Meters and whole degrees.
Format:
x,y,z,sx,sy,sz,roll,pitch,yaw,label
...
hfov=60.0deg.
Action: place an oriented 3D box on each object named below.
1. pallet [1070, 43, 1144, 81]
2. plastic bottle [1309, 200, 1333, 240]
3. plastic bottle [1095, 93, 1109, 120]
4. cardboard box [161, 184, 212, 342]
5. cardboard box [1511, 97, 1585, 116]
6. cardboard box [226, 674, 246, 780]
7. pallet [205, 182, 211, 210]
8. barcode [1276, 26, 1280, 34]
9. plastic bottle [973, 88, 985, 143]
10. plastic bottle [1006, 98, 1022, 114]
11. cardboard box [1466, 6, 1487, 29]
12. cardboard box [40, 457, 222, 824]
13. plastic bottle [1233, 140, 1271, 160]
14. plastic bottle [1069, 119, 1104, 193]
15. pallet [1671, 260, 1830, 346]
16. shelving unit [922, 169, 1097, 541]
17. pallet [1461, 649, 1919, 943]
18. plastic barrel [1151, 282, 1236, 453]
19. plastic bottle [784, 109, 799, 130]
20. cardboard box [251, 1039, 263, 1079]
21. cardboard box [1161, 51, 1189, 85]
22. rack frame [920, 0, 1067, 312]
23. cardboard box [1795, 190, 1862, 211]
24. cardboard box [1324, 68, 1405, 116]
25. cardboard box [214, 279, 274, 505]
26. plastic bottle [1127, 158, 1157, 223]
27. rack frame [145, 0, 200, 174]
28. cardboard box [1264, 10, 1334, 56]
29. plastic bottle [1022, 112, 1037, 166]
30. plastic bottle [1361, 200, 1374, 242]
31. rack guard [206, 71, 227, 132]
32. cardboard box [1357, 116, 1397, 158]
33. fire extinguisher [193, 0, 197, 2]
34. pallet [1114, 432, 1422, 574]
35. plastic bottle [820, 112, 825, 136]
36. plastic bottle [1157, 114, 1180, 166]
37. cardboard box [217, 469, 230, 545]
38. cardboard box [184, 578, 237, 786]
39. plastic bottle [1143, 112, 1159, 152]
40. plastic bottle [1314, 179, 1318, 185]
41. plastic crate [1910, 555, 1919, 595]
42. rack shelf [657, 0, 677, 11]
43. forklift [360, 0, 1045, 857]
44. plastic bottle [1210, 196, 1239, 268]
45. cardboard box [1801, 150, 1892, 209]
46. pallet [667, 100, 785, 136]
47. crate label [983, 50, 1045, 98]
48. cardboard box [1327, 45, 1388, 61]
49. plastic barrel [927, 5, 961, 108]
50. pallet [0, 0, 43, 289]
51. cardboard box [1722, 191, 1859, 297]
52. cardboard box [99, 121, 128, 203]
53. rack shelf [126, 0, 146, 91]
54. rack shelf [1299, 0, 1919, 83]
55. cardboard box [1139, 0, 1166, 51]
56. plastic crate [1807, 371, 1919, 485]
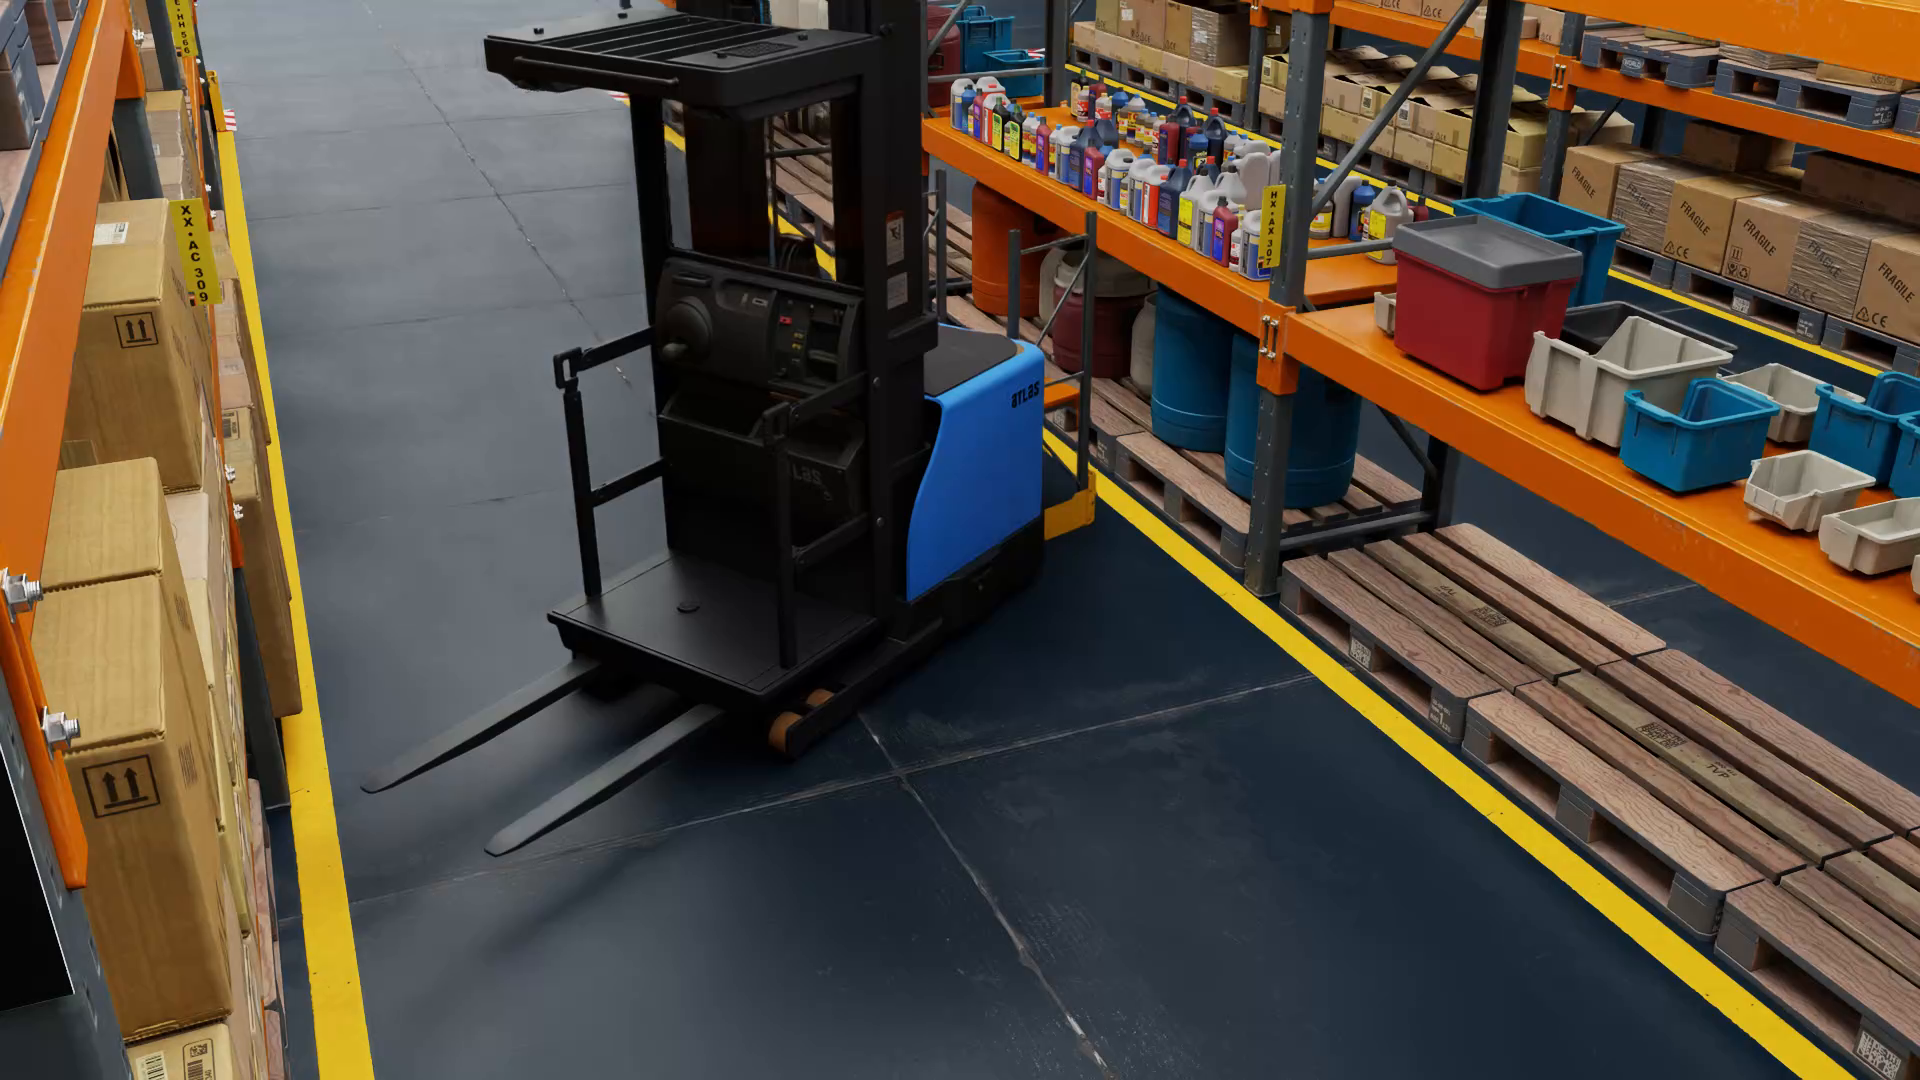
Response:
x,y,z,sx,sy,sz,roll,pitch,yaw,label
1.929,-5.338,18.443,1.003,0.211,1.213,-11,28,-21,pallet
1.649,-1.481,7.591,0.097,0.201,0.097,0,26,0,plastic bottle
0.834,-2.492,9.661,0.097,0.201,0.097,0,26,0,plastic bottle
-3.170,-1.026,6.320,0.500,0.500,0.500,-11,28,-22,cardboard box
4.575,-3.341,13.190,0.500,0.311,0.500,-11,28,-22,cardboard box
-1.803,0.453,3.689,0.380,0.149,0.250,-10,28,-20,cardboard box
-6.255,-2.590,12.813,1.003,0.211,1.213,-11,28,-21,pallet
2.874,-4.610,15.025,0.001,0.075,0.075,-11,28,-21,barcode
0.123,-2.391,9.360,0.061,0.283,0.133,-11,28,-21,plastic bottle
0.294,-2.298,9.184,0.097,0.271,0.097,0,26,0,plastic bottle
4.172,-4.056,12.924,0.380,0.149,0.250,-8,27,-17,cardboard box
-1.604,0.213,2.871,0.500,0.500,0.500,-11,28,-22,cardboard box
1.447,-1.863,8.288,0.152,0.276,0.135,-11,28,-21,plastic bottle
0.638,-1.936,8.353,0.144,0.351,0.185,-11,28,-21,plastic bottle
5.455,-1.611,10.808,1.003,0.211,1.213,-11,28,-21,pallet
0.075,-0.861,7.804,0.587,1.500,1.083,-21,33,-36,shelving unit
2.536,0.838,5.794,1.003,0.211,1.213,-11,28,-21,pallet
1.256,-0.953,8.196,0.600,0.901,0.708,-11,28,-21,plastic barrel
-1.469,-3.808,14.649,0.144,0.351,0.185,-11,28,-21,plastic bottle
-1.298,0.973,2.625,0.380,0.149,0.250,-11,28,-22,cardboard box
2.378,-4.784,16.784,0.500,0.250,0.500,-11,28,-21,cardboard box
0.164,-2.814,10.094,1.000,3.000,0.127,-11,28,-21,rack frame
5.719,-1.981,10.736,0.500,0.500,0.500,-12,28,-23,cardboard box
3.485,-3.862,14.257,0.500,0.311,0.500,-12,28,-22,cardboard box
-3.800,-0.553,7.408,1.225,0.875,0.875,-10,28,-20,cardboard box
0.886,-1.652,7.857,0.152,0.276,0.135,-11,28,-21,plastic bottle
-4.393,-1.963,8.351,1.000,3.000,0.127,-11,28,-21,rack frame
3.264,-4.809,15.982,0.500,0.500,0.500,-11,28,-21,cardboard box
0.381,-2.140,8.862,0.097,0.271,0.097,0,26,0,plastic bottle
1.866,-1.428,7.483,0.097,0.201,0.097,0,26,0,plastic bottle
-7.496,-4.038,15.452,1.175,0.500,0.348,-11,28,-21,rack guard
3.690,-3.405,13.961,0.500,0.250,0.500,-10,28,-20,cardboard box
-7.147,-5.283,15.240,0.296,0.674,0.183,-11,28,-21,fire extinguisher
1.467,-0.265,8.051,1.003,0.211,1.213,-11,28,-21,pallet
-1.163,-3.614,14.421,0.097,0.201,0.097,0,26,0,plastic bottle
1.103,-2.111,8.787,0.061,0.283,0.133,-11,28,-21,plastic bottle
-2.304,-0.064,4.749,0.380,0.149,0.250,-10,28,-20,cardboard box
-1.812,0.338,3.470,0.500,0.250,0.500,-11,28,-22,cardboard box
1.063,-2.256,9.178,0.097,0.201,0.097,0,26,0,plastic bottle
1.660,-1.640,7.916,0.097,0.201,0.097,0,26,0,plastic bottle
2.711,0.090,4.379,0.396,0.136,0.243,-11,28,-21,plastic crate
-2.185,-4.913,15.213,1.077,0.370,4.000,-11,28,-21,rack shelf
-0.875,-0.757,5.959,1.130,2.935,3.031,17,31,31,forklift
1.147,-1.336,7.200,0.061,0.283,0.133,-11,28,-21,plastic bottle
5.736,-2.303,10.541,0.500,0.250,0.500,-11,28,-22,cardboard box
-2.108,-3.947,15.594,1.003,0.211,1.213,-11,28,-21,pallet
0.344,-2.973,10.611,0.303,0.233,0.416,-11,28,-21,crate label
3.580,-4.369,15.296,0.500,0.311,0.500,-11,28,-21,cardboard box
-0.296,-3.010,10.341,0.600,0.536,0.708,-11,28,-21,plastic barrel
-1.560,-0.339,1.708,1.003,0.211,1.213,-11,28,-21,pallet
5.250,-1.881,10.532,0.500,0.500,0.500,-12,28,-22,cardboard box
-3.084,-1.100,5.327,0.797,0.503,0.637,-11,28,-22,cardboard box
-3.610,-2.180,6.197,1.077,0.370,4.000,-11,28,-21,rack shelf
2.514,-1.416,4.633,1.077,0.370,4.000,-11,28,-21,rack shelf
2.181,-5.322,17.033,0.500,0.500,0.500,-11,28,-21,cardboard box
2.870,-0.345,5.160,0.416,0.233,0.300,-11,28,-21,plastic crate
